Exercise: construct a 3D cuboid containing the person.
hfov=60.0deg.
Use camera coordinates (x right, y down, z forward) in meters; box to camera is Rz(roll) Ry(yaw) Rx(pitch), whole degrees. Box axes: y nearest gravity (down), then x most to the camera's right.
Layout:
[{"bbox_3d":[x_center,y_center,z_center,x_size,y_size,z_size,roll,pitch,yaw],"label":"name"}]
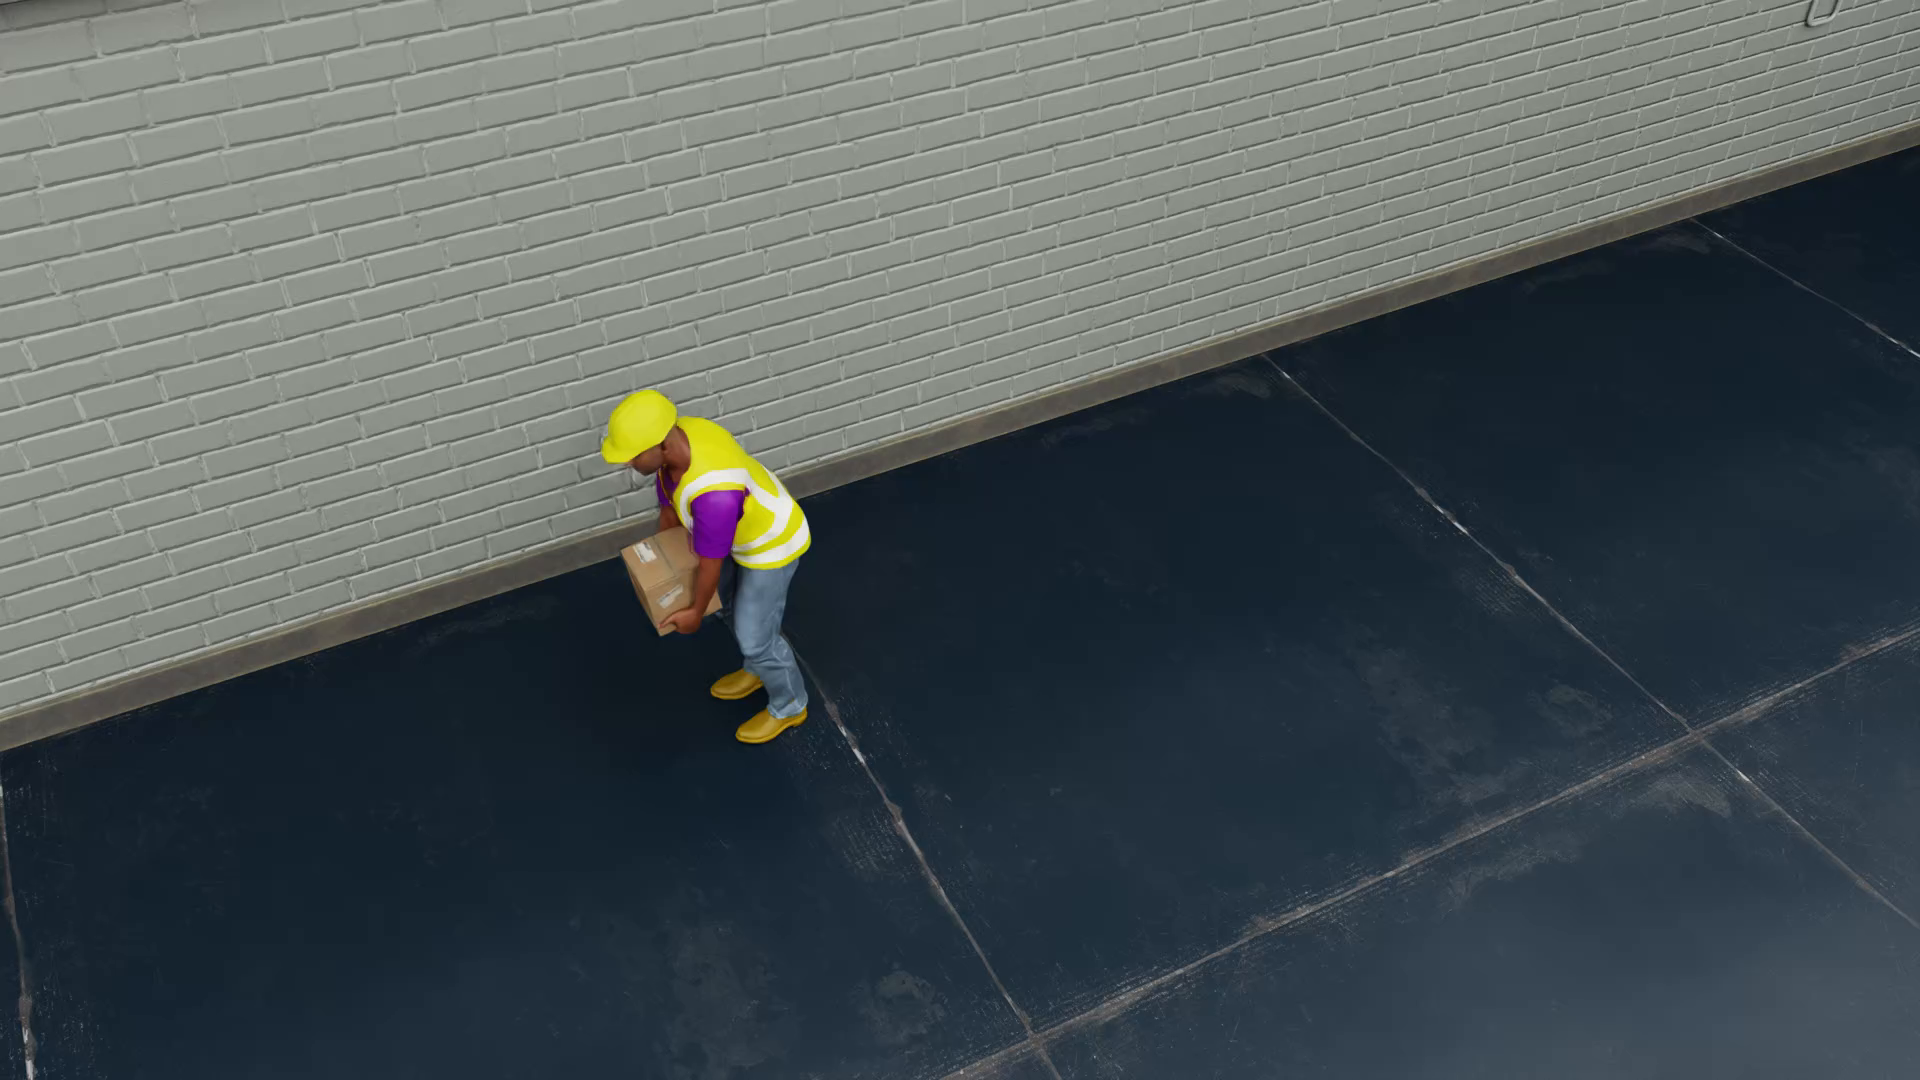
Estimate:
[{"bbox_3d":[-0.896,0.087,6.122,0.693,1.657,0.483,-20,45,-21],"label":"person"}]
